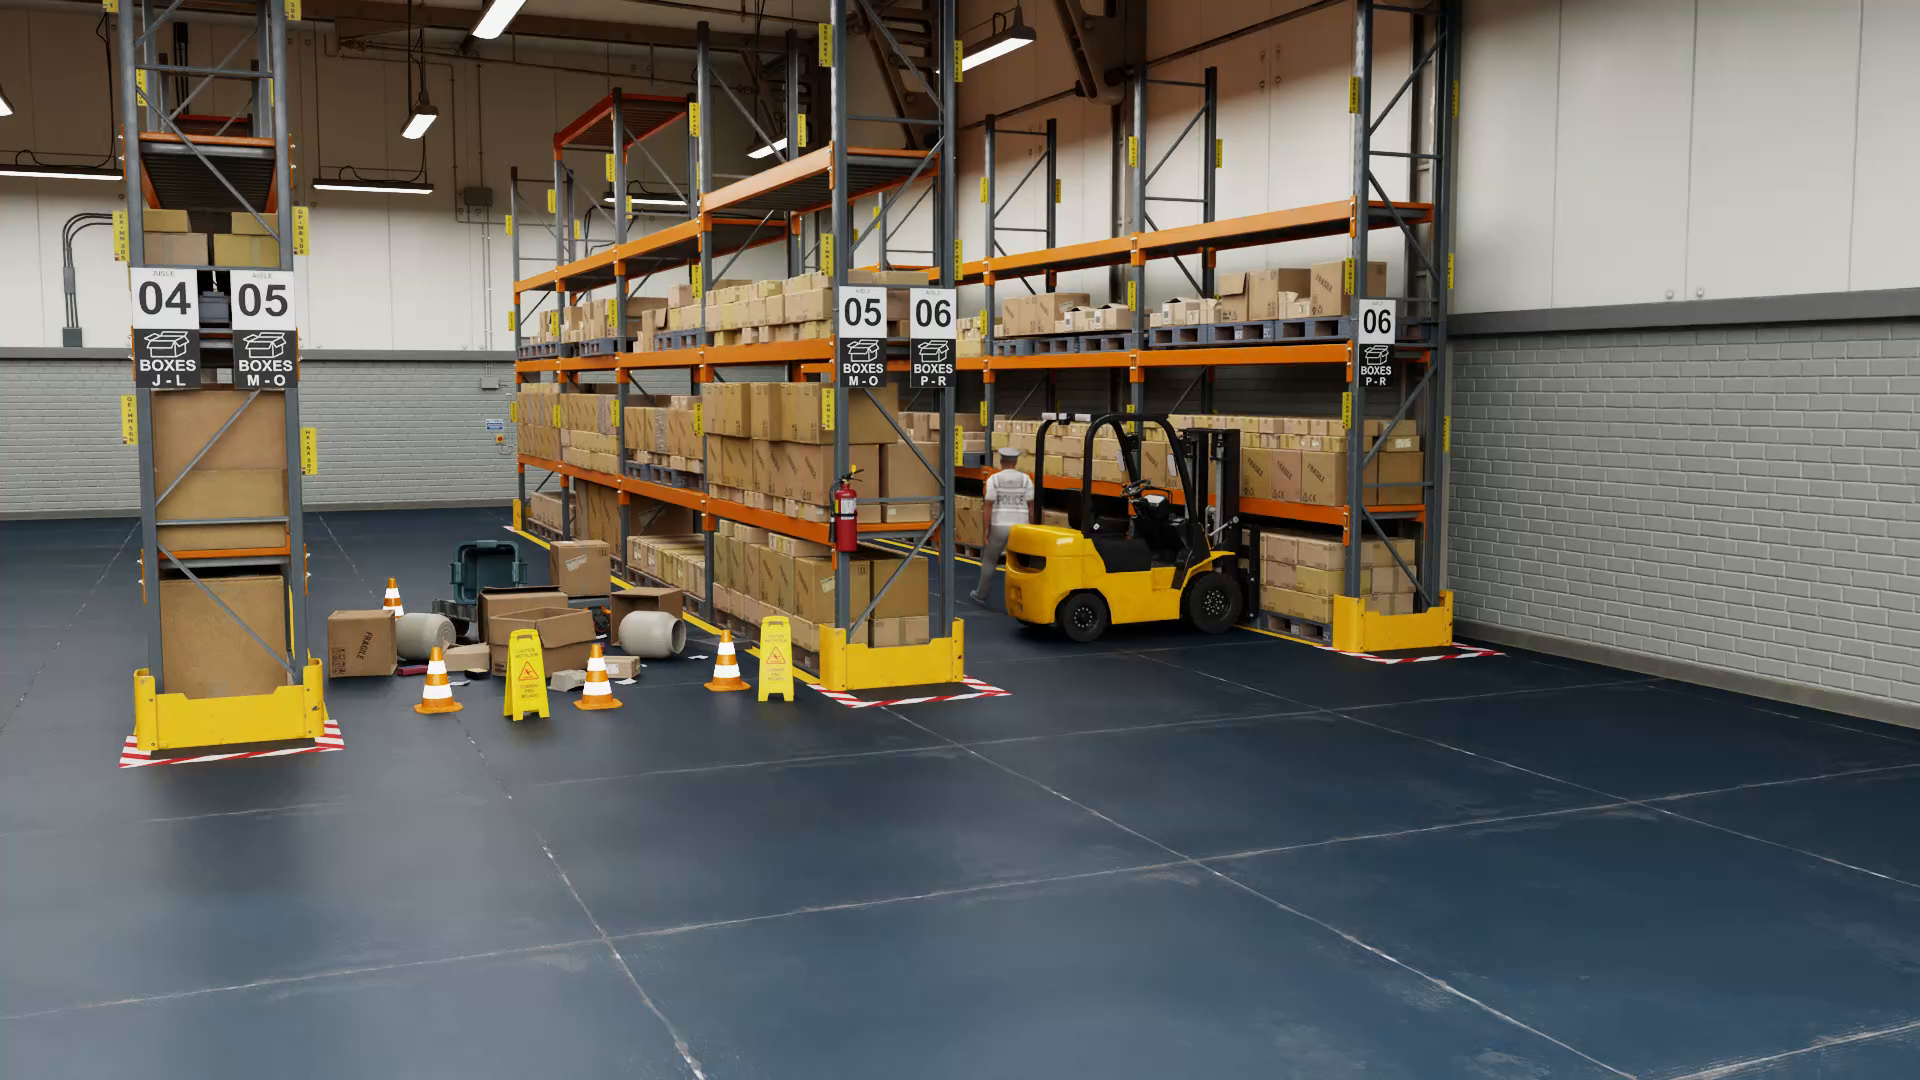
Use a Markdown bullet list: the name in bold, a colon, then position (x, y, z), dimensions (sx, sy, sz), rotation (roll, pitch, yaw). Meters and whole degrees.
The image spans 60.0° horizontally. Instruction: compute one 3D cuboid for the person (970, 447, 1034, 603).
- **person**: position (0.480, -0.137, 18.040), dimensions (0.714, 1.729, 0.844), rotation (0, 5, -2)
